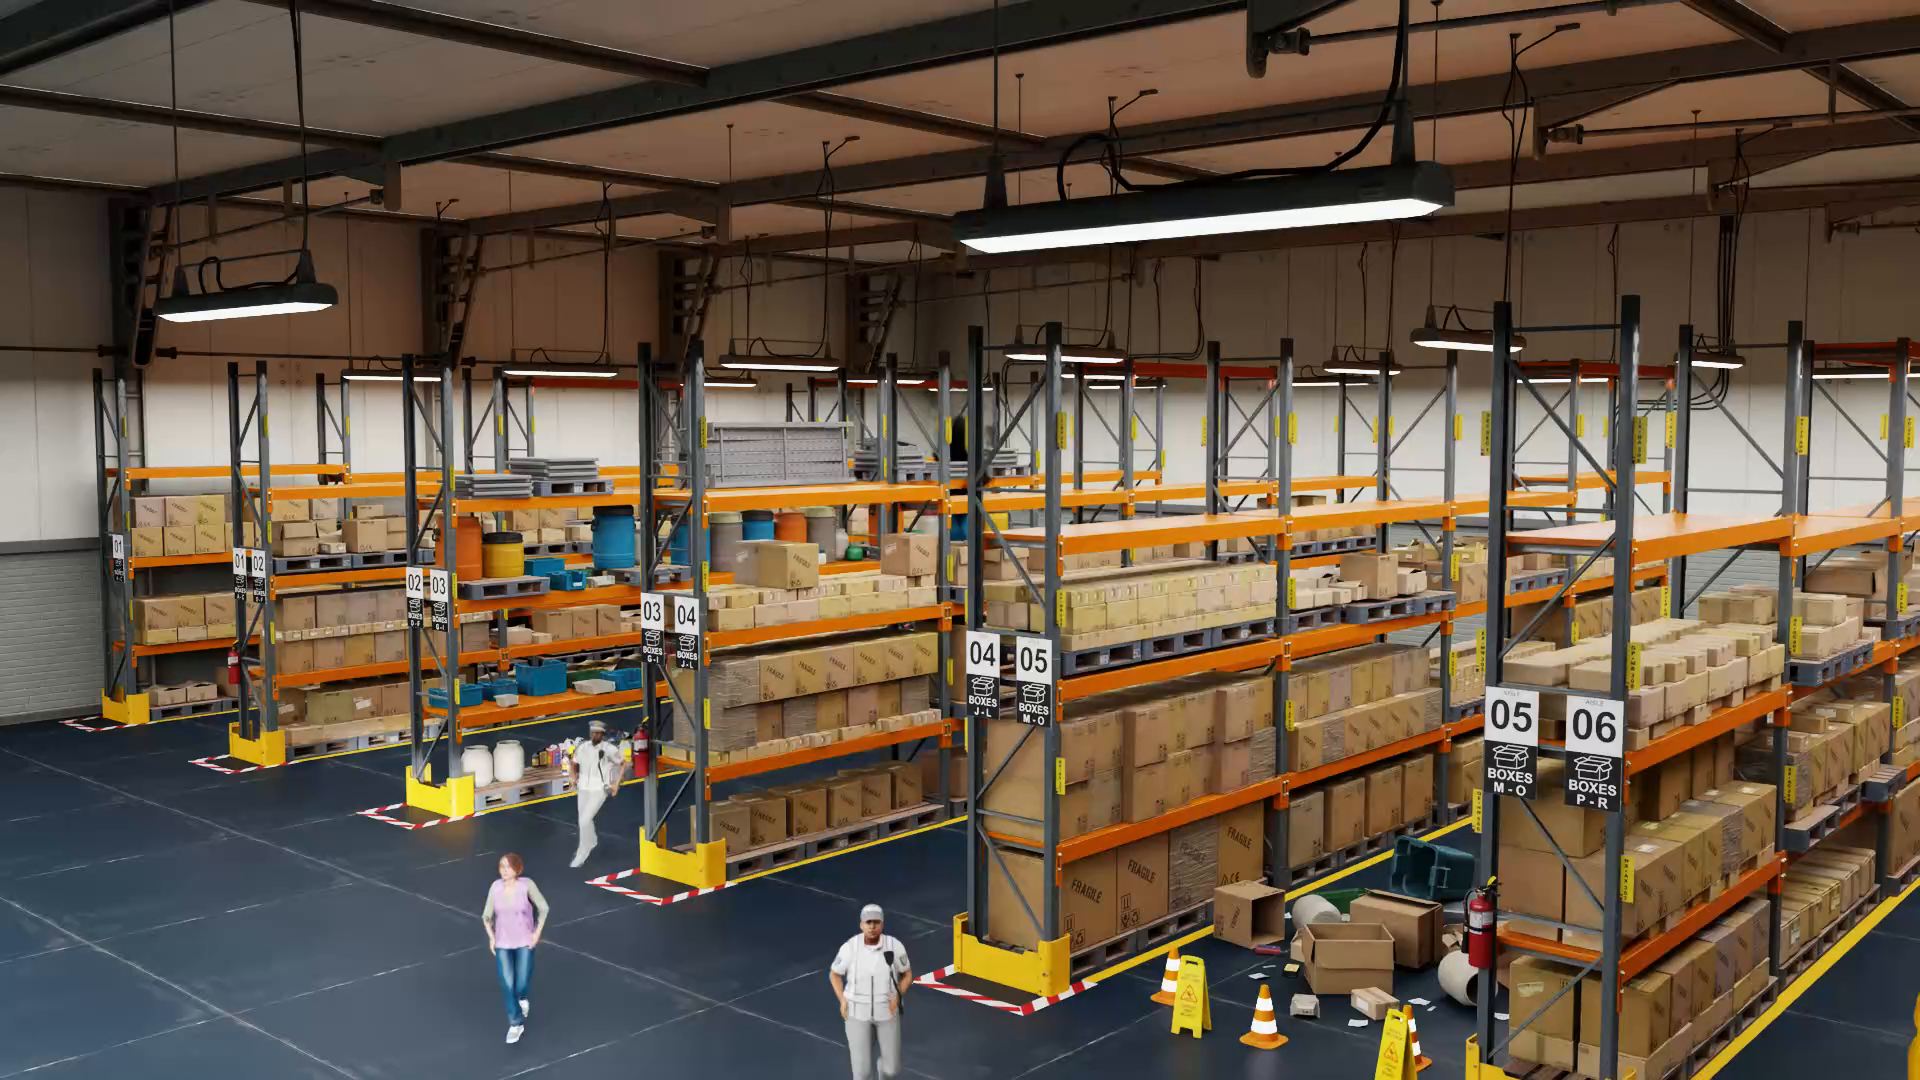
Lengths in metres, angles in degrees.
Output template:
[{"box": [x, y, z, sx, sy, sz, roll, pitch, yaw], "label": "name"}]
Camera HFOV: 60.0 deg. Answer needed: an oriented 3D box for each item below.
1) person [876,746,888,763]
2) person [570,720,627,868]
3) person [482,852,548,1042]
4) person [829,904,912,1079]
[{"box": [-1.132, 2.560, 23.973, 0.592, 1.734, 0.684, 3, 5, 34], "label": "person"}, {"box": [-4.242, 2.924, 19.322, 0.660, 1.714, 0.686, 2, 4, 20], "label": "person"}, {"box": [-3.712, 3.374, 13.874, 0.541, 1.566, 0.496, 0, 4, -4], "label": "person"}, {"box": [-0.649, 3.460, 12.165, 0.612, 1.620, 0.645, 0, 4, -5], "label": "person"}]
